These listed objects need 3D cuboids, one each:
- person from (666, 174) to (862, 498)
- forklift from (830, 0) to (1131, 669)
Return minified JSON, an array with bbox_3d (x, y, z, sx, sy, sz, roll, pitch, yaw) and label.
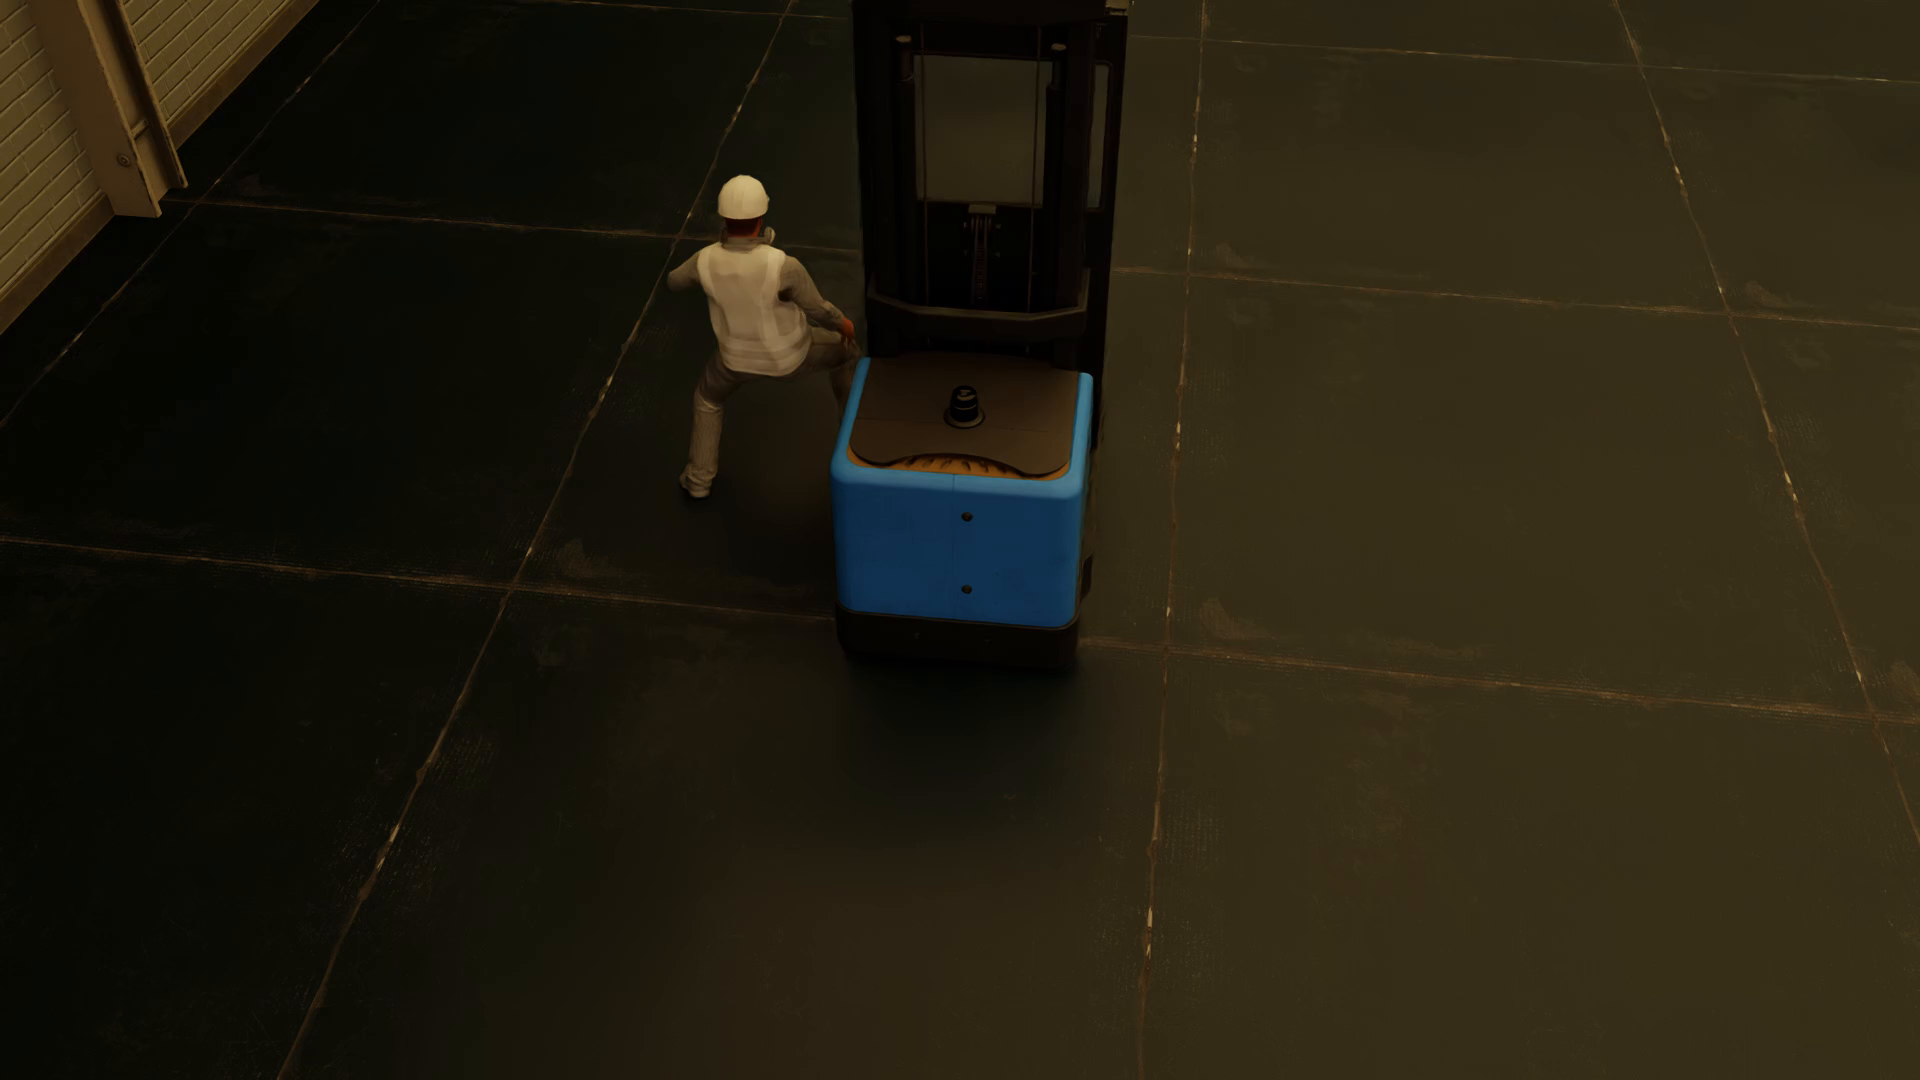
[{"bbox_3d":[-0.942,-0.987,7.801,0.981,1.655,0.811,9,43,10],"label":"person"},{"bbox_3d":[0.150,-1.522,7.381,1.130,2.935,3.031,5,43,5],"label":"forklift"}]
